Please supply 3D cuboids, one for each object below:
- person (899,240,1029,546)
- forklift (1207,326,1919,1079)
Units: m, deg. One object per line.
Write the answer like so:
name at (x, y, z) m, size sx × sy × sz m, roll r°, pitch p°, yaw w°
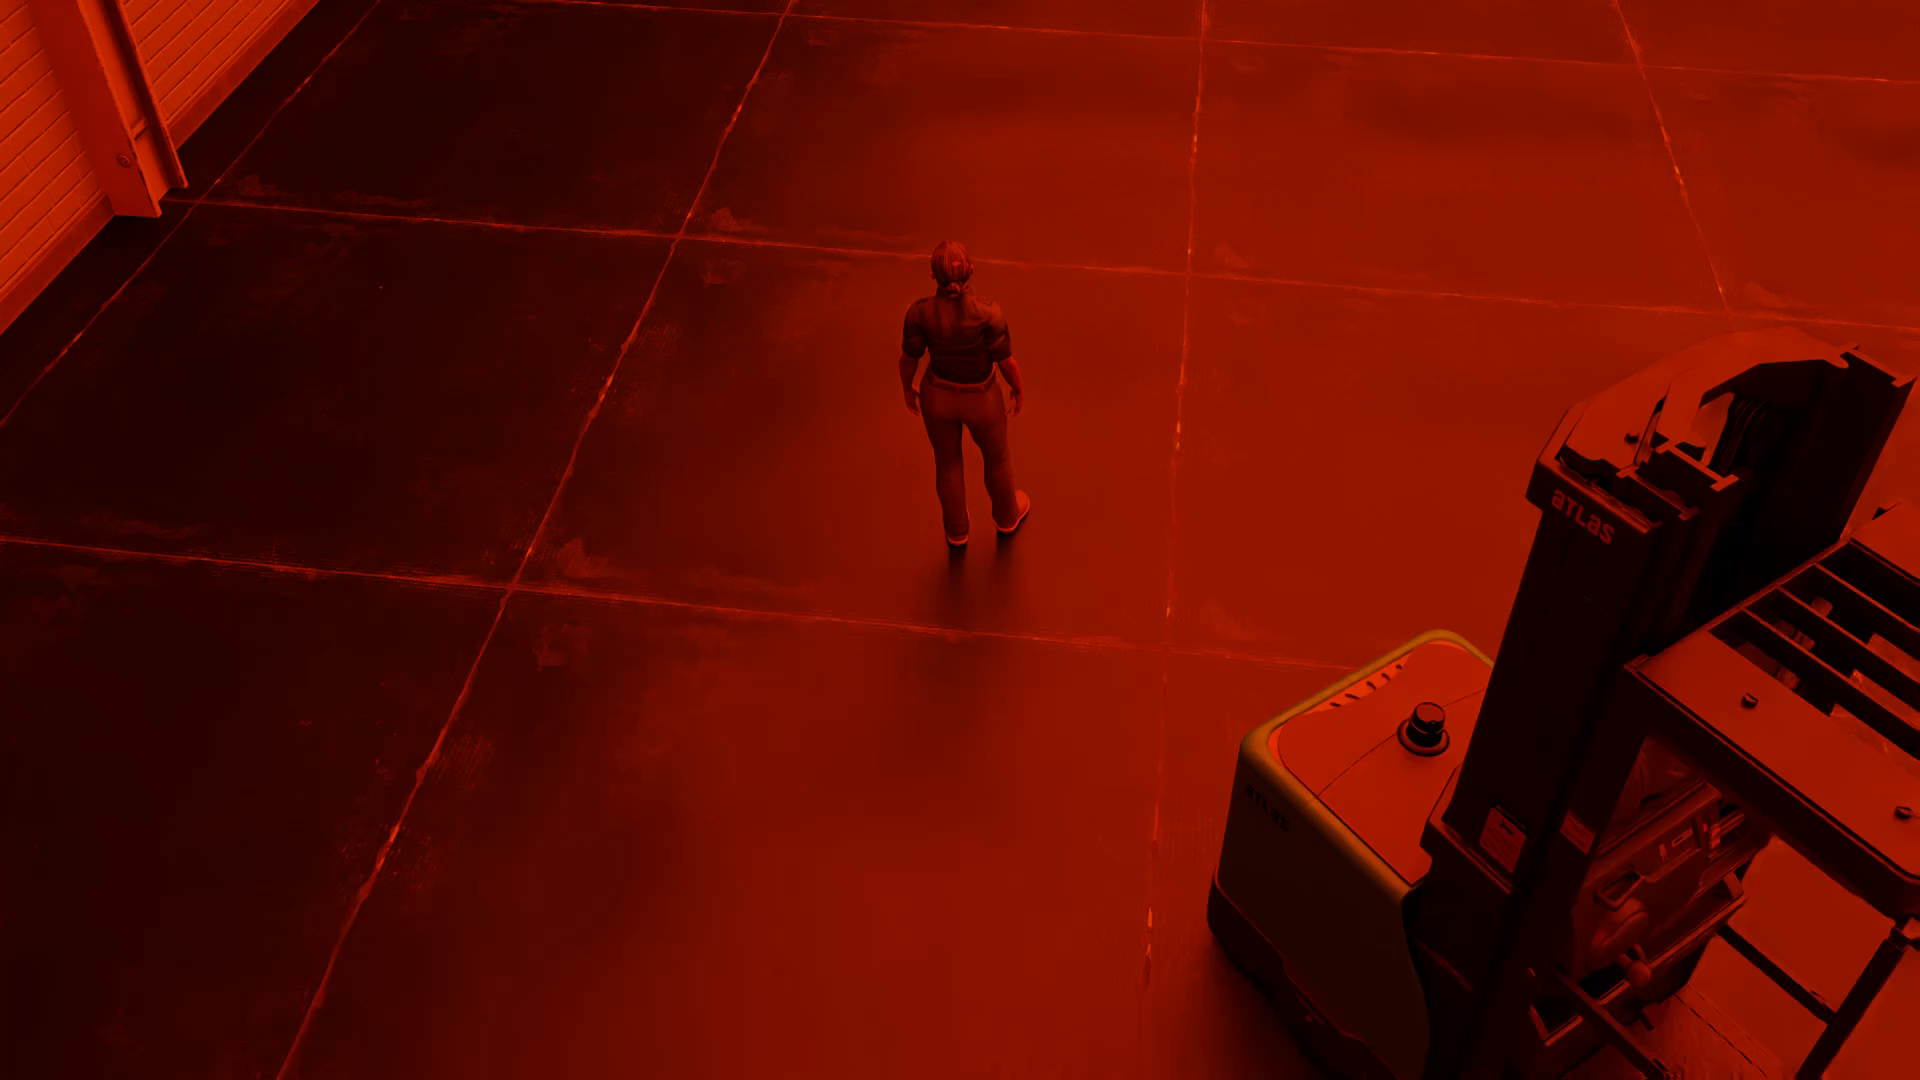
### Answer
person at (0.031, -0.672, 7.388) m, size 0.569 × 1.656 × 0.503 m, roll 5°, pitch 43°, yaw 6°
forklift at (2.170, 1.016, 4.618) m, size 1.130 × 2.935 × 3.031 m, roll -25°, pitch 48°, yaw -24°
